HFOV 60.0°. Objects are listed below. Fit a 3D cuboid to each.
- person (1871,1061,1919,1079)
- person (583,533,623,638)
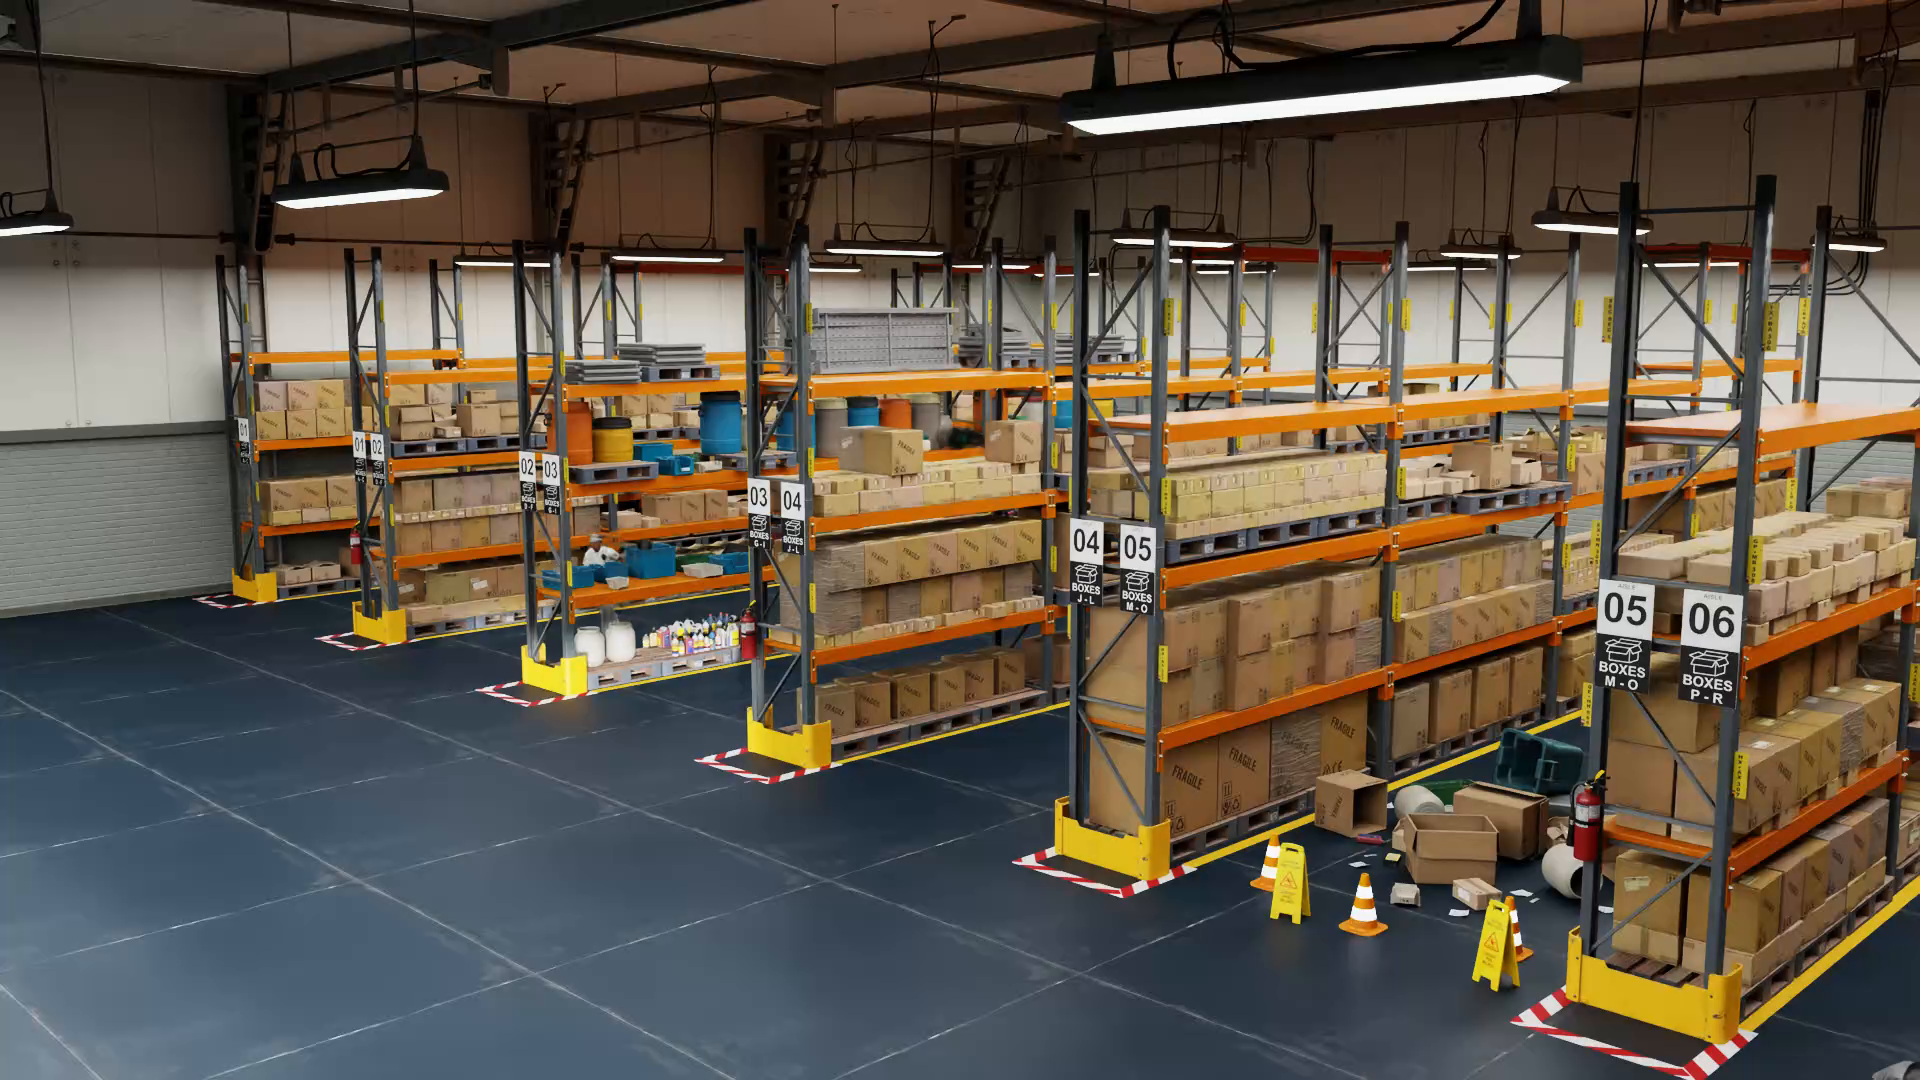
[{"bbox_3d":[4.722,3.197,8.161,0.698,1.753,0.687,6,10,36],"label":"person"},{"bbox_3d":[-5.550,0.681,25.991,0.576,1.661,0.956,2,8,17],"label":"person"}]
